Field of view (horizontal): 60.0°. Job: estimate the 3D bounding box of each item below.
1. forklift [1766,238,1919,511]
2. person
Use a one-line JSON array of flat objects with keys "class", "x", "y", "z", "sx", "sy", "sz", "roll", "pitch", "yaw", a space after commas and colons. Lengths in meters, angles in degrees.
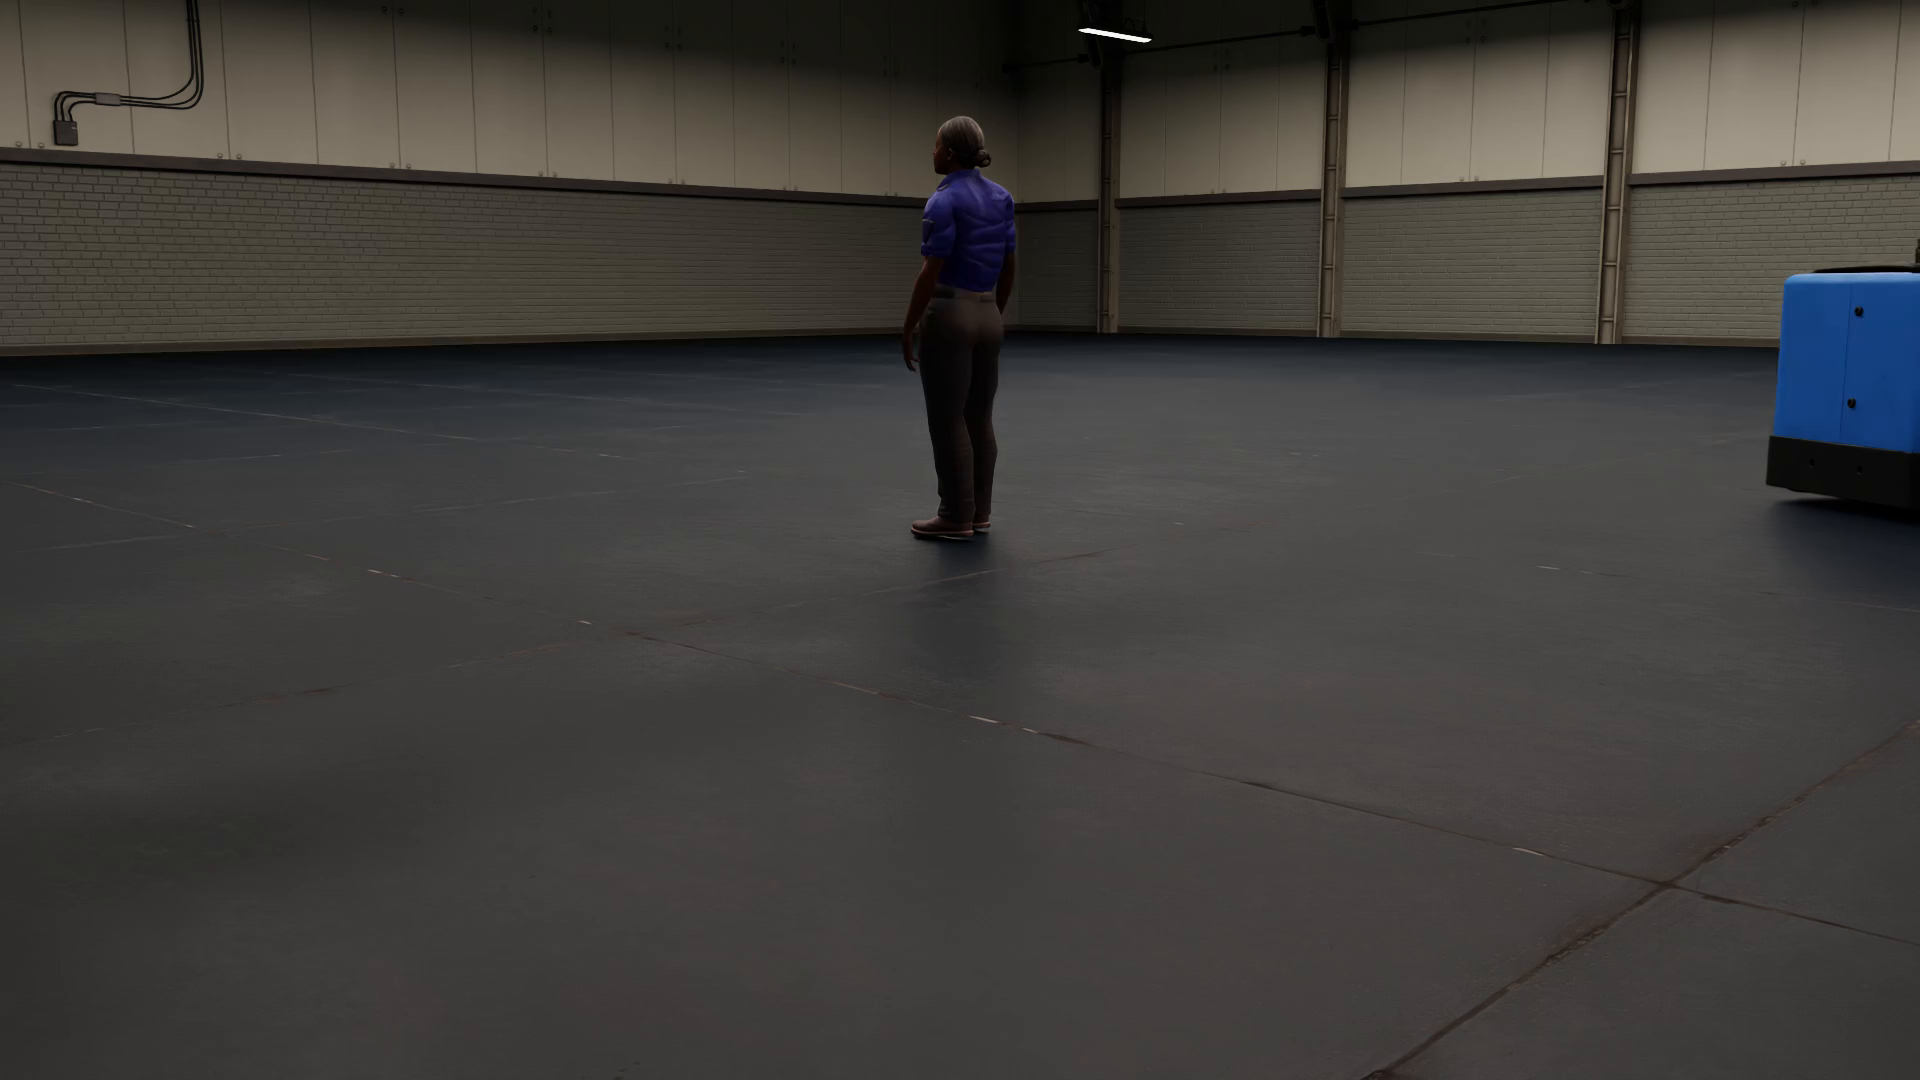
[{"class": "forklift", "x": 5.445, "y": -1.621, "z": 7.640, "sx": 3.031, "sy": 2.935, "sz": 1.130, "roll": -2, "pitch": 9, "yaw": -12}, {"class": "person", "x": -0.049, "y": -0.836, "z": 6.667, "sx": 0.504, "sy": 1.654, "sz": 0.569, "roll": 8, "pitch": 12, "yaw": 43}]
